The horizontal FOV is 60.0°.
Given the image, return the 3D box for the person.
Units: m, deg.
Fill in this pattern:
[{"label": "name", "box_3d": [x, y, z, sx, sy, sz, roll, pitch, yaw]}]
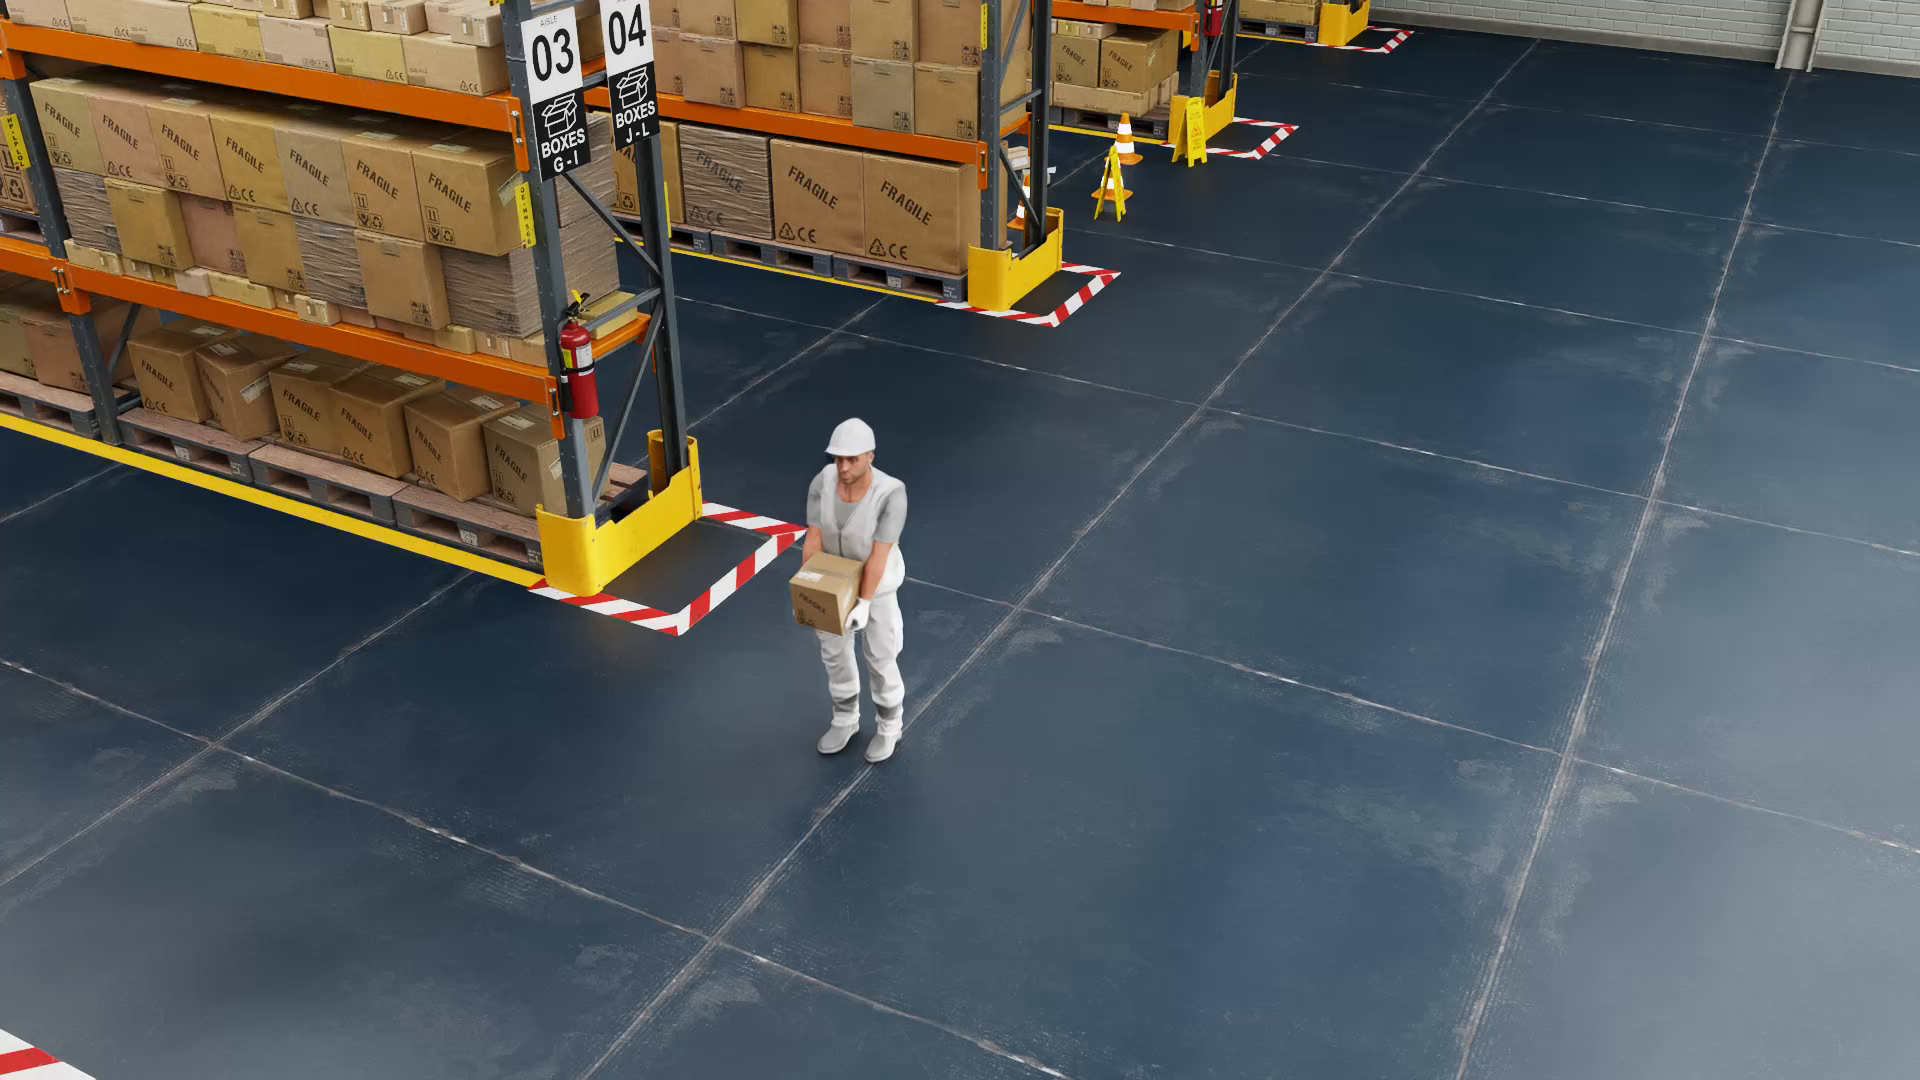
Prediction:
[{"label": "person", "box_3d": [-0.506, 0.262, 7.818, 0.495, 1.781, 0.563, 14, 33, 22]}]
